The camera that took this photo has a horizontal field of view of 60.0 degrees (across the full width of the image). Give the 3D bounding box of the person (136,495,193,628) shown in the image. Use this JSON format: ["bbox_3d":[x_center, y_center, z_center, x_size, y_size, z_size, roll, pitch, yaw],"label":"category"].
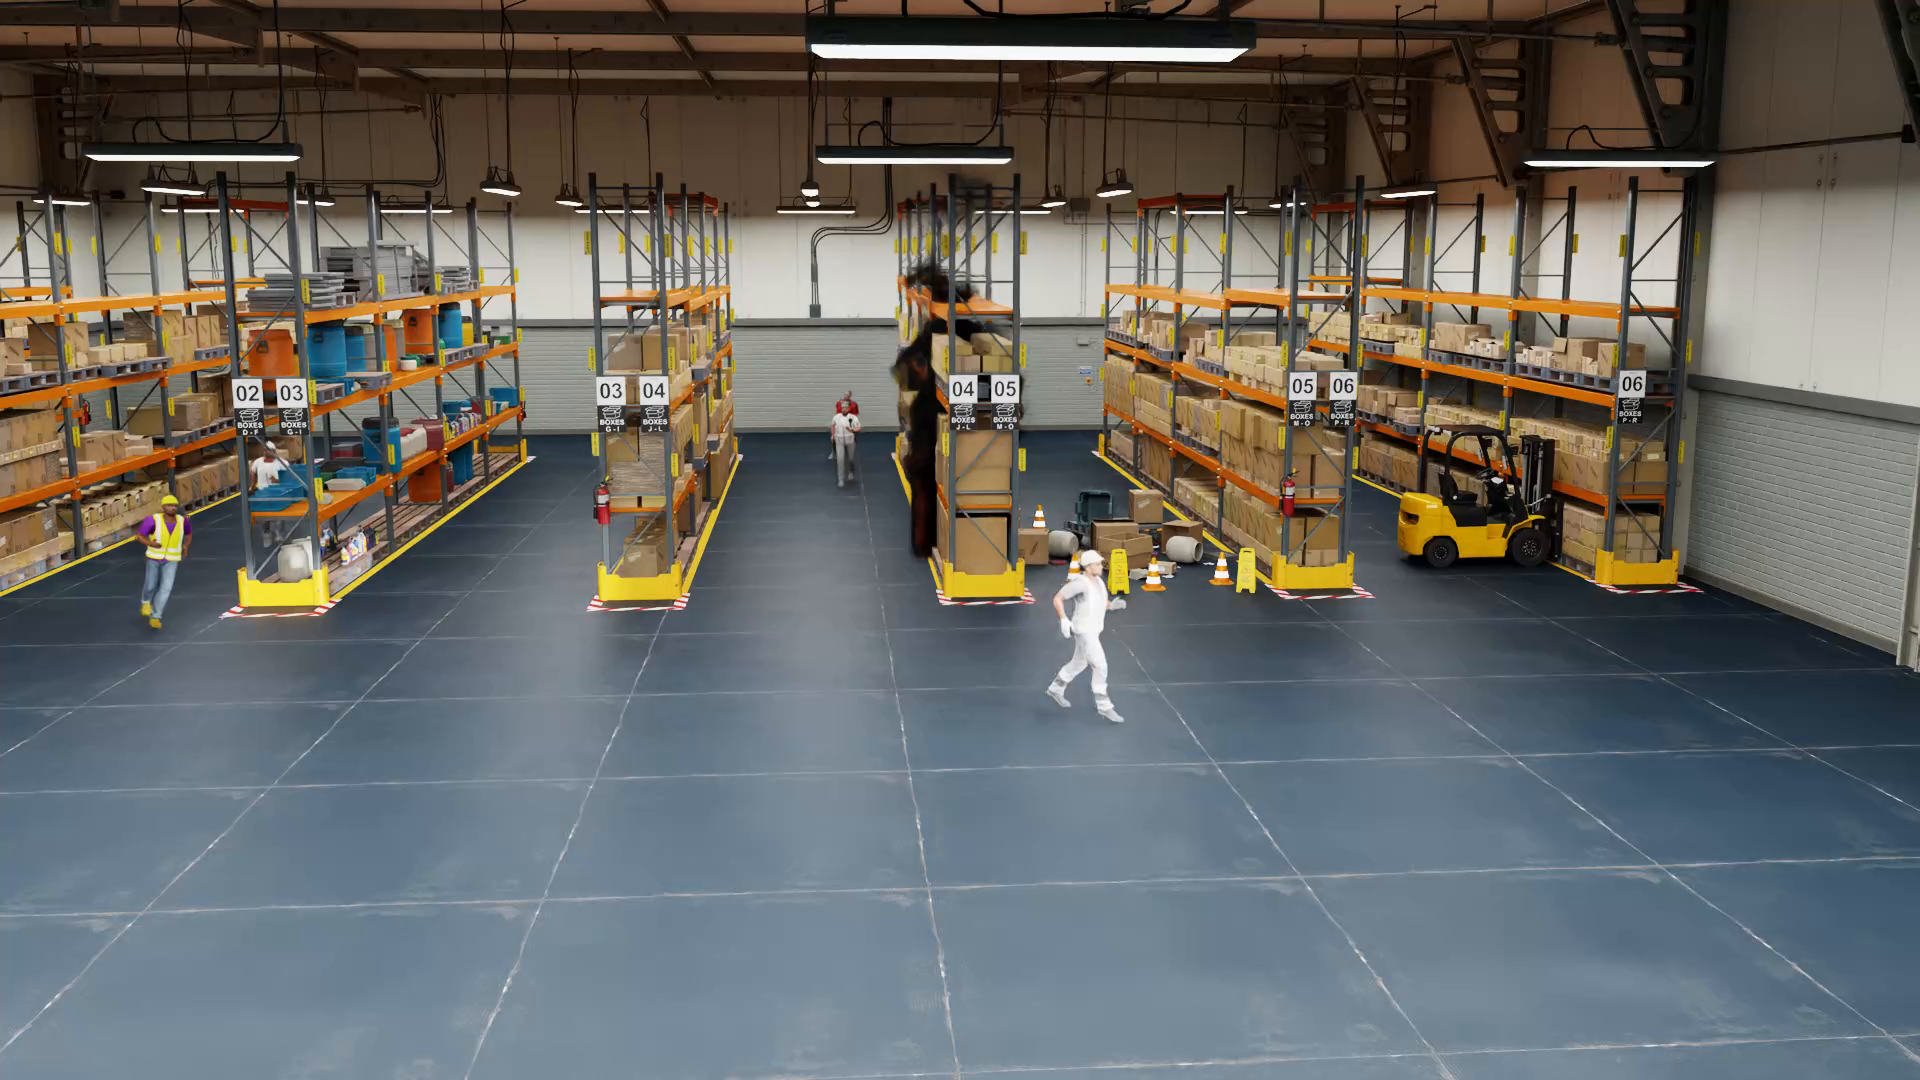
[{"bbox_3d":[-10.652,0.251,22.347,0.706,1.729,0.927,-6,12,-32],"label":"person"}]

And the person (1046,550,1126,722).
[{"bbox_3d":[1.338,1.000,17.743,0.938,1.814,0.654,5,11,26],"label":"person"}]

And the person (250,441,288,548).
[{"bbox_3d":[-11.592,-0.761,27.964,0.671,1.801,0.728,-2,10,-12],"label":"person"}]

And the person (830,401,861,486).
[{"bbox_3d":[-2.423,-2.069,35.182,0.664,1.764,0.991,0,10,0],"label":"person"}]

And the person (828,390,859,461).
[{"bbox_3d":[-2.724,-2.700,39.157,0.720,1.664,0.682,2,10,13],"label":"person"}]
